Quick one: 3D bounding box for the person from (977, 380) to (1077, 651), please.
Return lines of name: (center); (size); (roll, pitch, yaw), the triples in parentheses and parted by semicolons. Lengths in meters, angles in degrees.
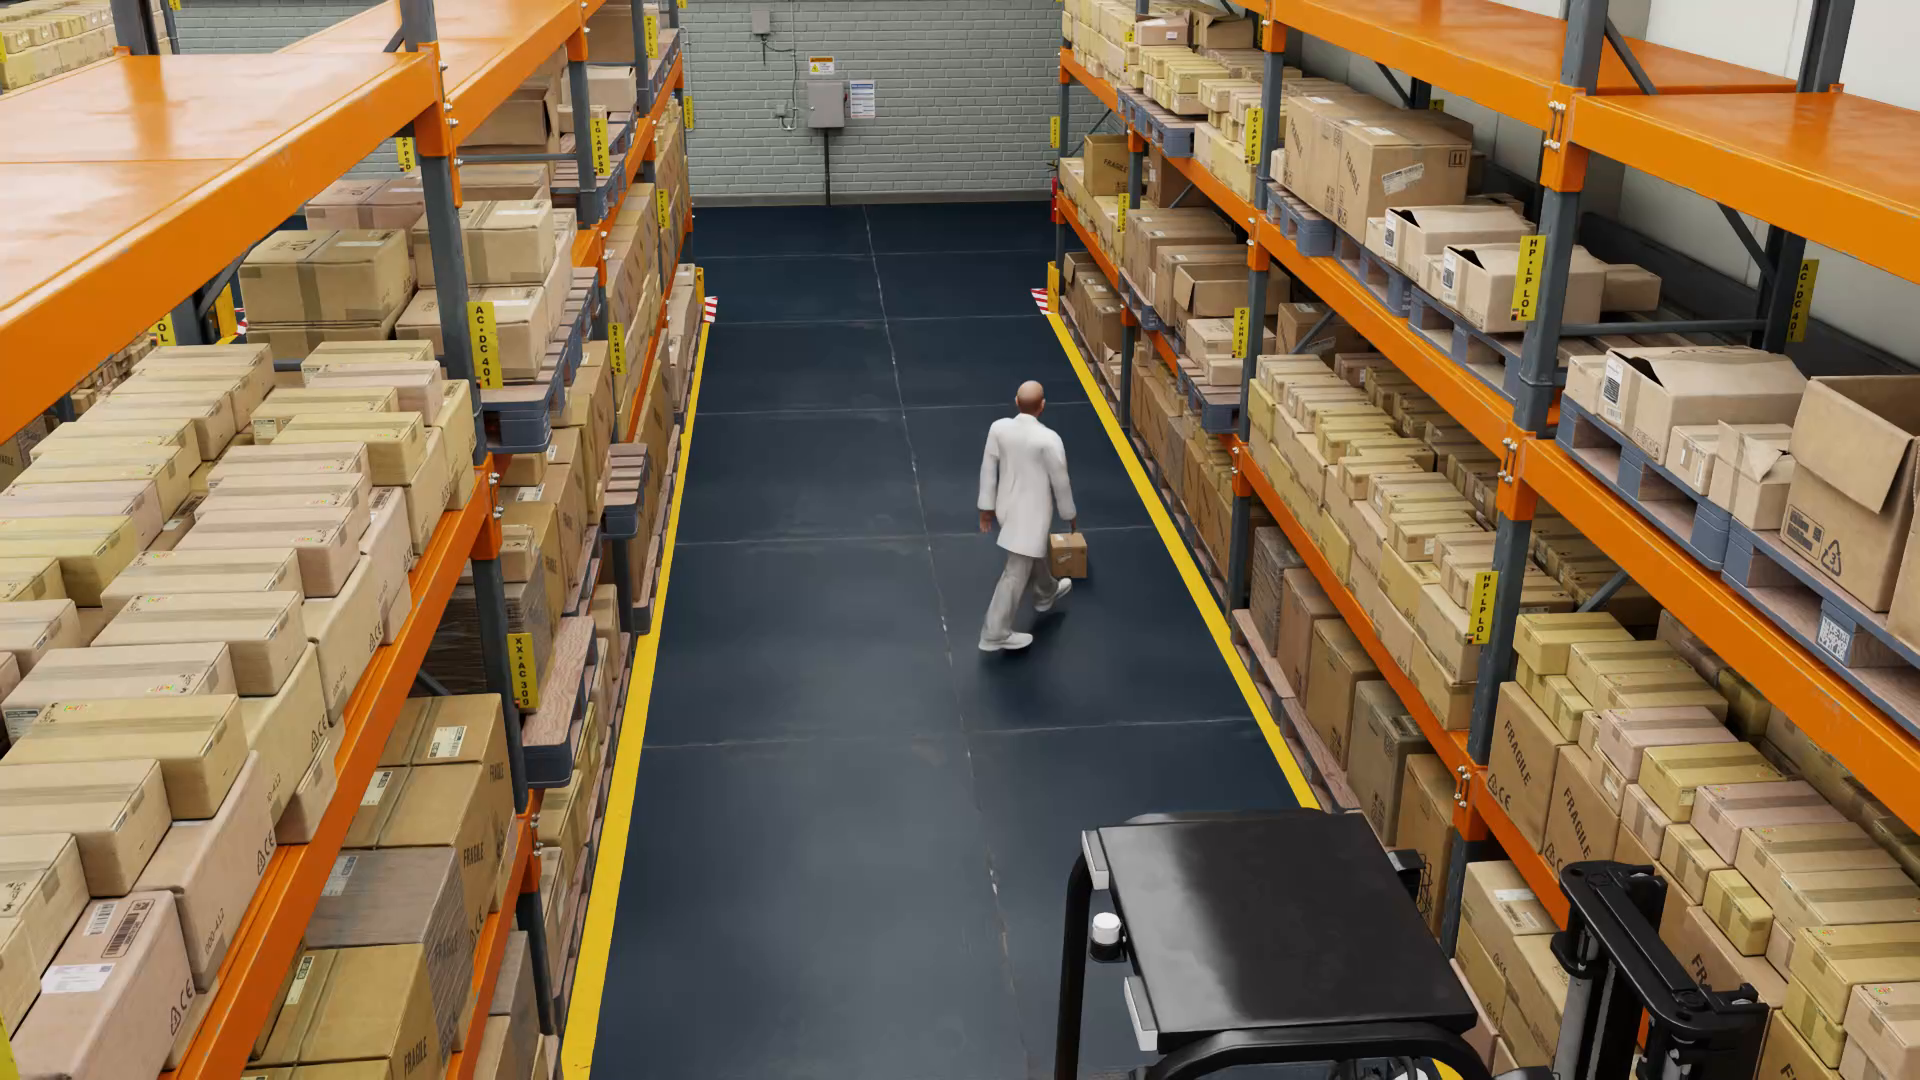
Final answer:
person: (0.497, -0.209, 10.812); (1.050, 1.729, 0.576); (-20, 30, -38)
